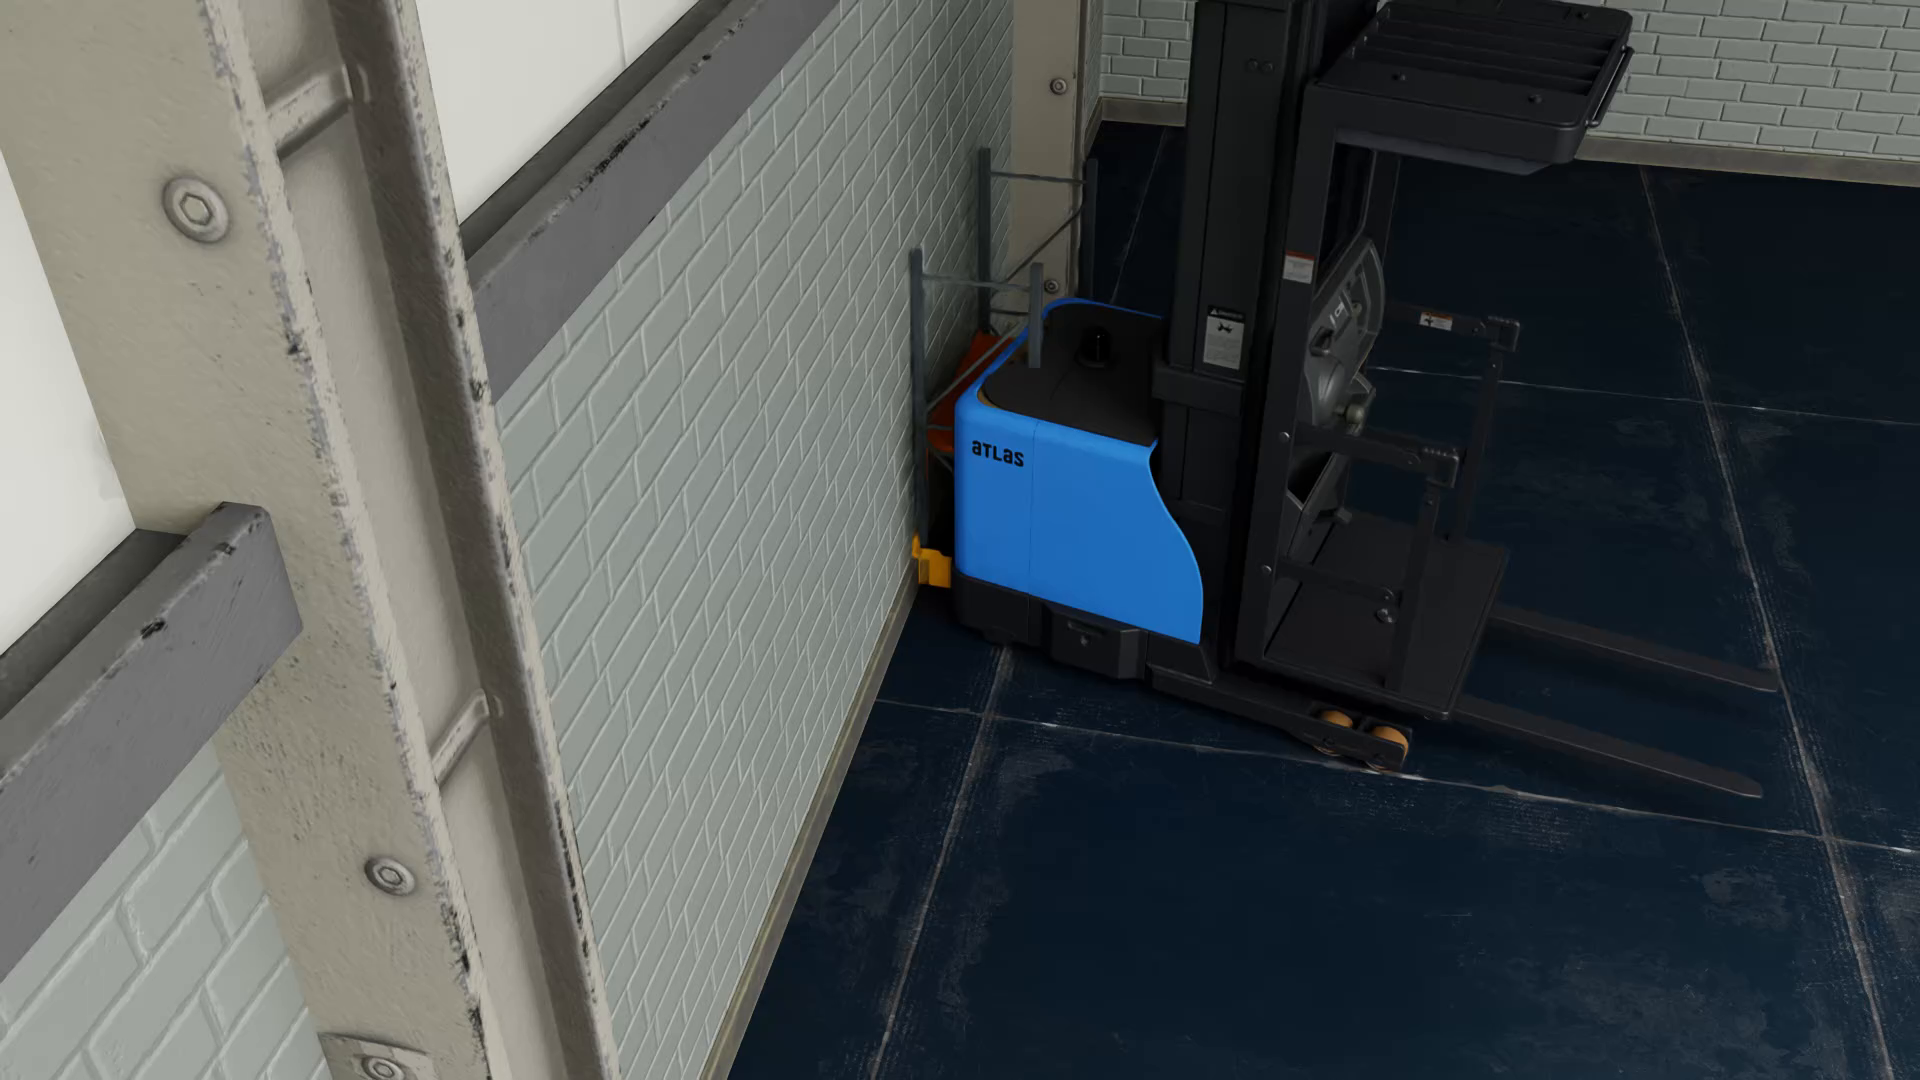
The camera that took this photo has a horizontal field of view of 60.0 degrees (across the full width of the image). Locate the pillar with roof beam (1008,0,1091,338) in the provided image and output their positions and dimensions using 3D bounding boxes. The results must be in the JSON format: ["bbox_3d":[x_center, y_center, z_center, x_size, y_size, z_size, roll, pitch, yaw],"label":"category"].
[{"bbox_3d":[4.634,-4.195,5.370,9.100,9.000,0.400,7,37,10],"label":"pillar with roof beam"}]

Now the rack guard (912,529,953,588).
[{"bbox_3d":[0.067,0.092,6.873,0.587,0.250,0.087,9,36,13],"label":"rack guard"}]

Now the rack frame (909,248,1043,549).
[{"bbox_3d":[0.063,-0.420,6.514,0.500,1.500,0.032,9,36,13],"label":"rack frame"}]

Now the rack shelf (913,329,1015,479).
[{"bbox_3d":[0.197,-0.554,7.019,0.538,0.185,1.000,9,36,13],"label":"rack shelf"}]

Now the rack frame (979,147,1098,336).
[{"bbox_3d":[0.328,-0.984,7.317,0.500,1.500,0.032,9,36,13],"label":"rack frame"}]

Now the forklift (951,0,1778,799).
[{"bbox_3d":[1.518,-0.697,5.714,3.031,2.935,1.130,16,39,21],"label":"forklift"}]

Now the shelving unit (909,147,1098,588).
[{"bbox_3d":[0.193,-0.697,6.908,0.587,1.500,1.083,9,36,13],"label":"shelving unit"}]
